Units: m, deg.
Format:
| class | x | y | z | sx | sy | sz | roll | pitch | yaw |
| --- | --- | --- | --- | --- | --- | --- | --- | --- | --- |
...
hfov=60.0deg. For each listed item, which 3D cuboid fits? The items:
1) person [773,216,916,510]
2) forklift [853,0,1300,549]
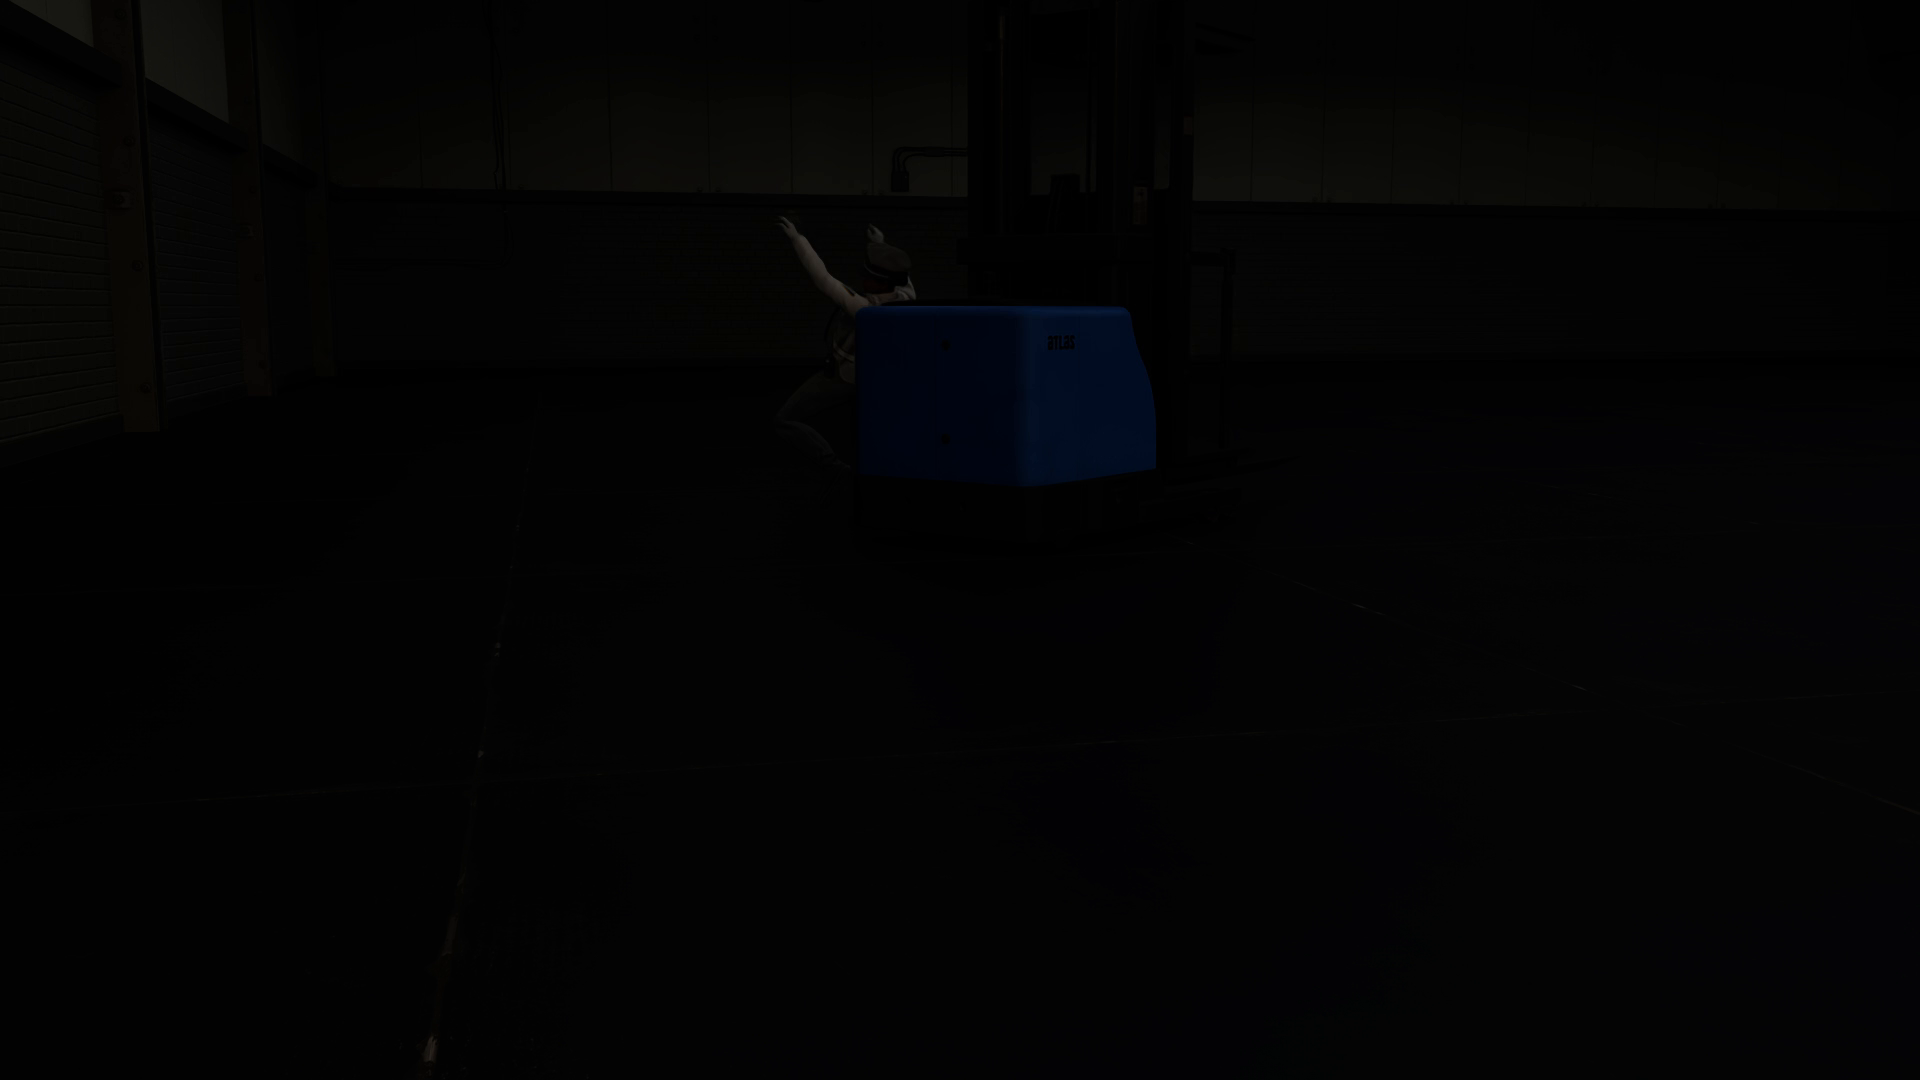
| class | x | y | z | sx | sy | sz | roll | pitch | yaw |
| --- | --- | --- | --- | --- | --- | --- | --- | --- | --- |
| person | -0.565 | -0.924 | 8.796 | 0.759 | 1.536 | 0.881 | 8 | 11 | 44 |
| forklift | 0.785 | -1.572 | 8.367 | 1.130 | 2.935 | 3.031 | 6 | 10 | 36 |
